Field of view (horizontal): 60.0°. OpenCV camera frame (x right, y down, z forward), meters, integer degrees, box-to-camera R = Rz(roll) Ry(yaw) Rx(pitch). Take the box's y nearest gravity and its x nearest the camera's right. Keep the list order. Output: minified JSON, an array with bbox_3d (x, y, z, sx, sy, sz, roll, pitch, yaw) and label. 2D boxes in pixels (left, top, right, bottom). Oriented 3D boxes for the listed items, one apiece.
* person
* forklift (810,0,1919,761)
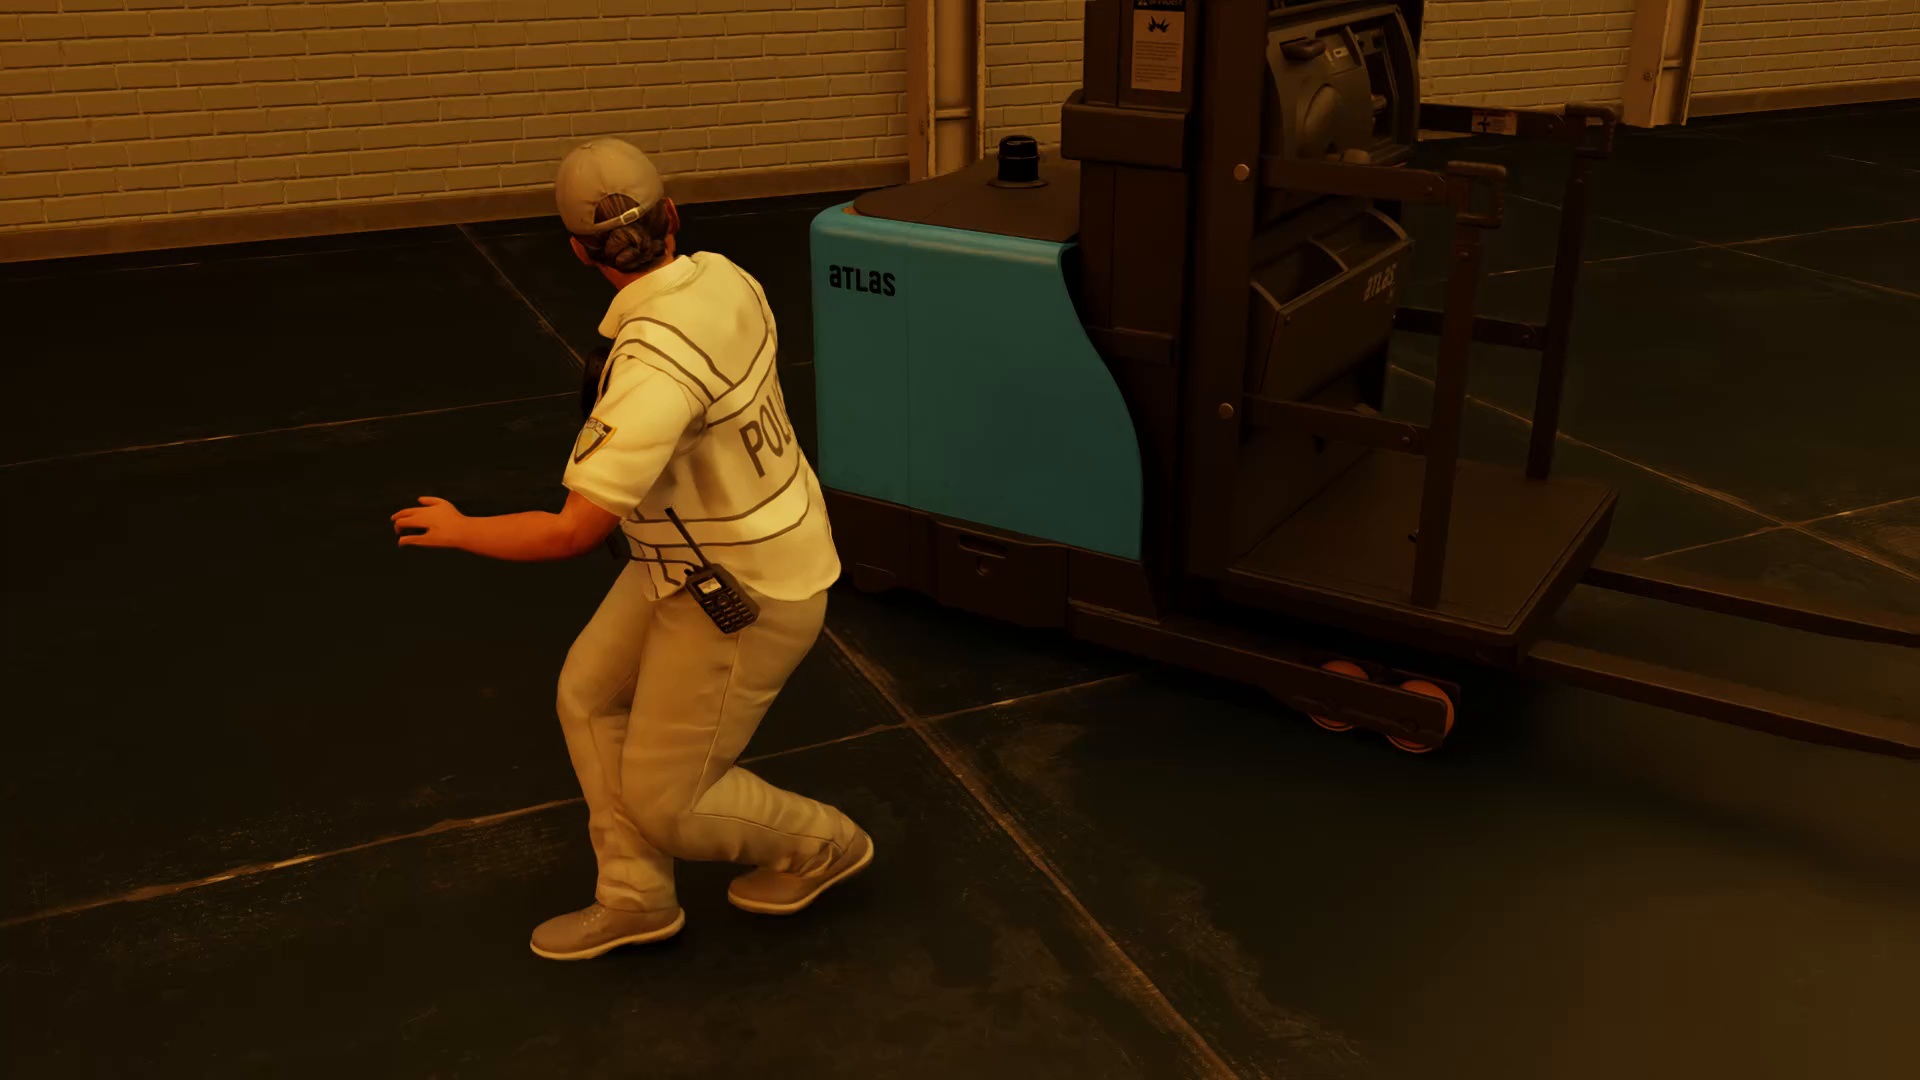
[{"bbox_3d":[-0.579,0.032,3.052,0.811,1.537,0.817,-3,23,-8],"label":"person"},{"bbox_3d":[1.104,-1.086,3.901,3.031,2.935,1.130,14,26,30],"label":"forklift"}]
